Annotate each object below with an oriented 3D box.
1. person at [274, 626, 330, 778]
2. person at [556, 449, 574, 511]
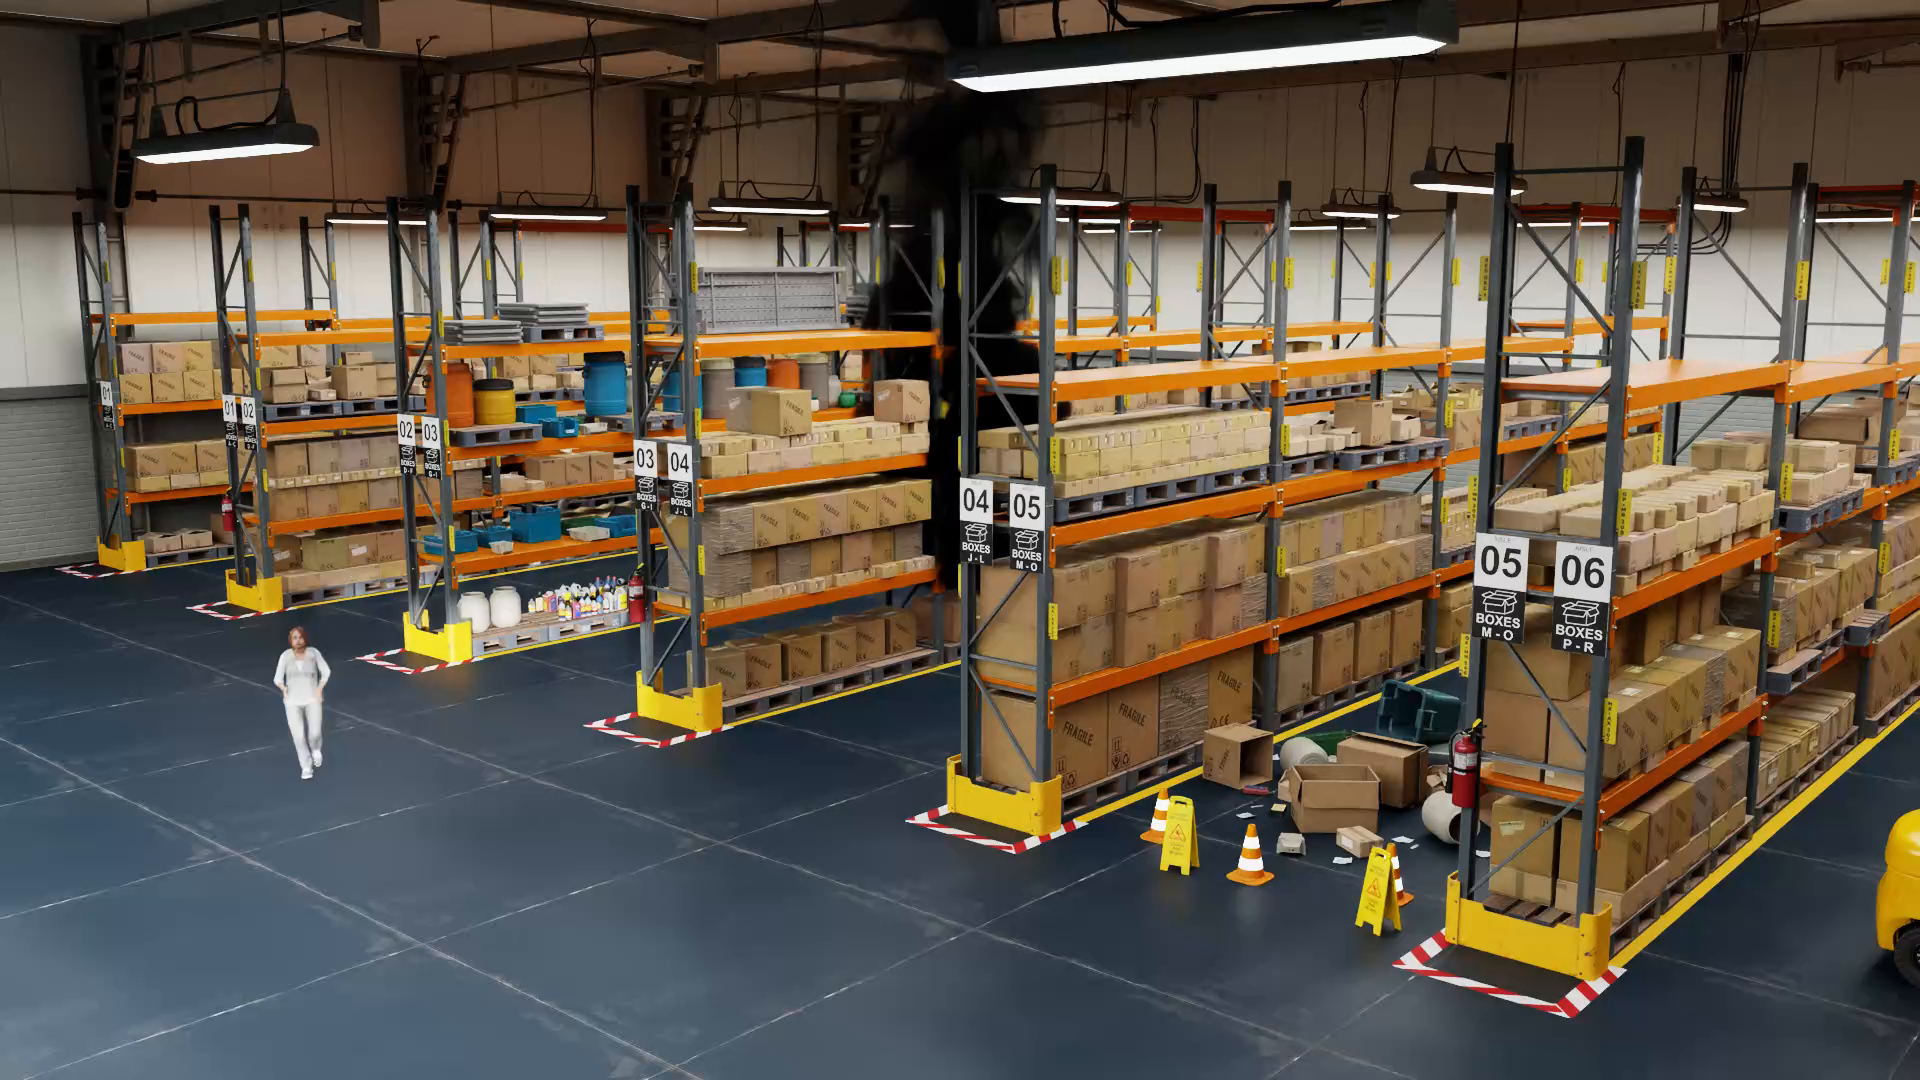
[{"bbox_3d":[-6.613,1.645,16.743,0.530,1.542,0.552,-3,10,-18],"label":"person"},{"bbox_3d":[-7.460,-0.881,31.266,0.641,1.779,0.658,8,13,40],"label":"person"}]
